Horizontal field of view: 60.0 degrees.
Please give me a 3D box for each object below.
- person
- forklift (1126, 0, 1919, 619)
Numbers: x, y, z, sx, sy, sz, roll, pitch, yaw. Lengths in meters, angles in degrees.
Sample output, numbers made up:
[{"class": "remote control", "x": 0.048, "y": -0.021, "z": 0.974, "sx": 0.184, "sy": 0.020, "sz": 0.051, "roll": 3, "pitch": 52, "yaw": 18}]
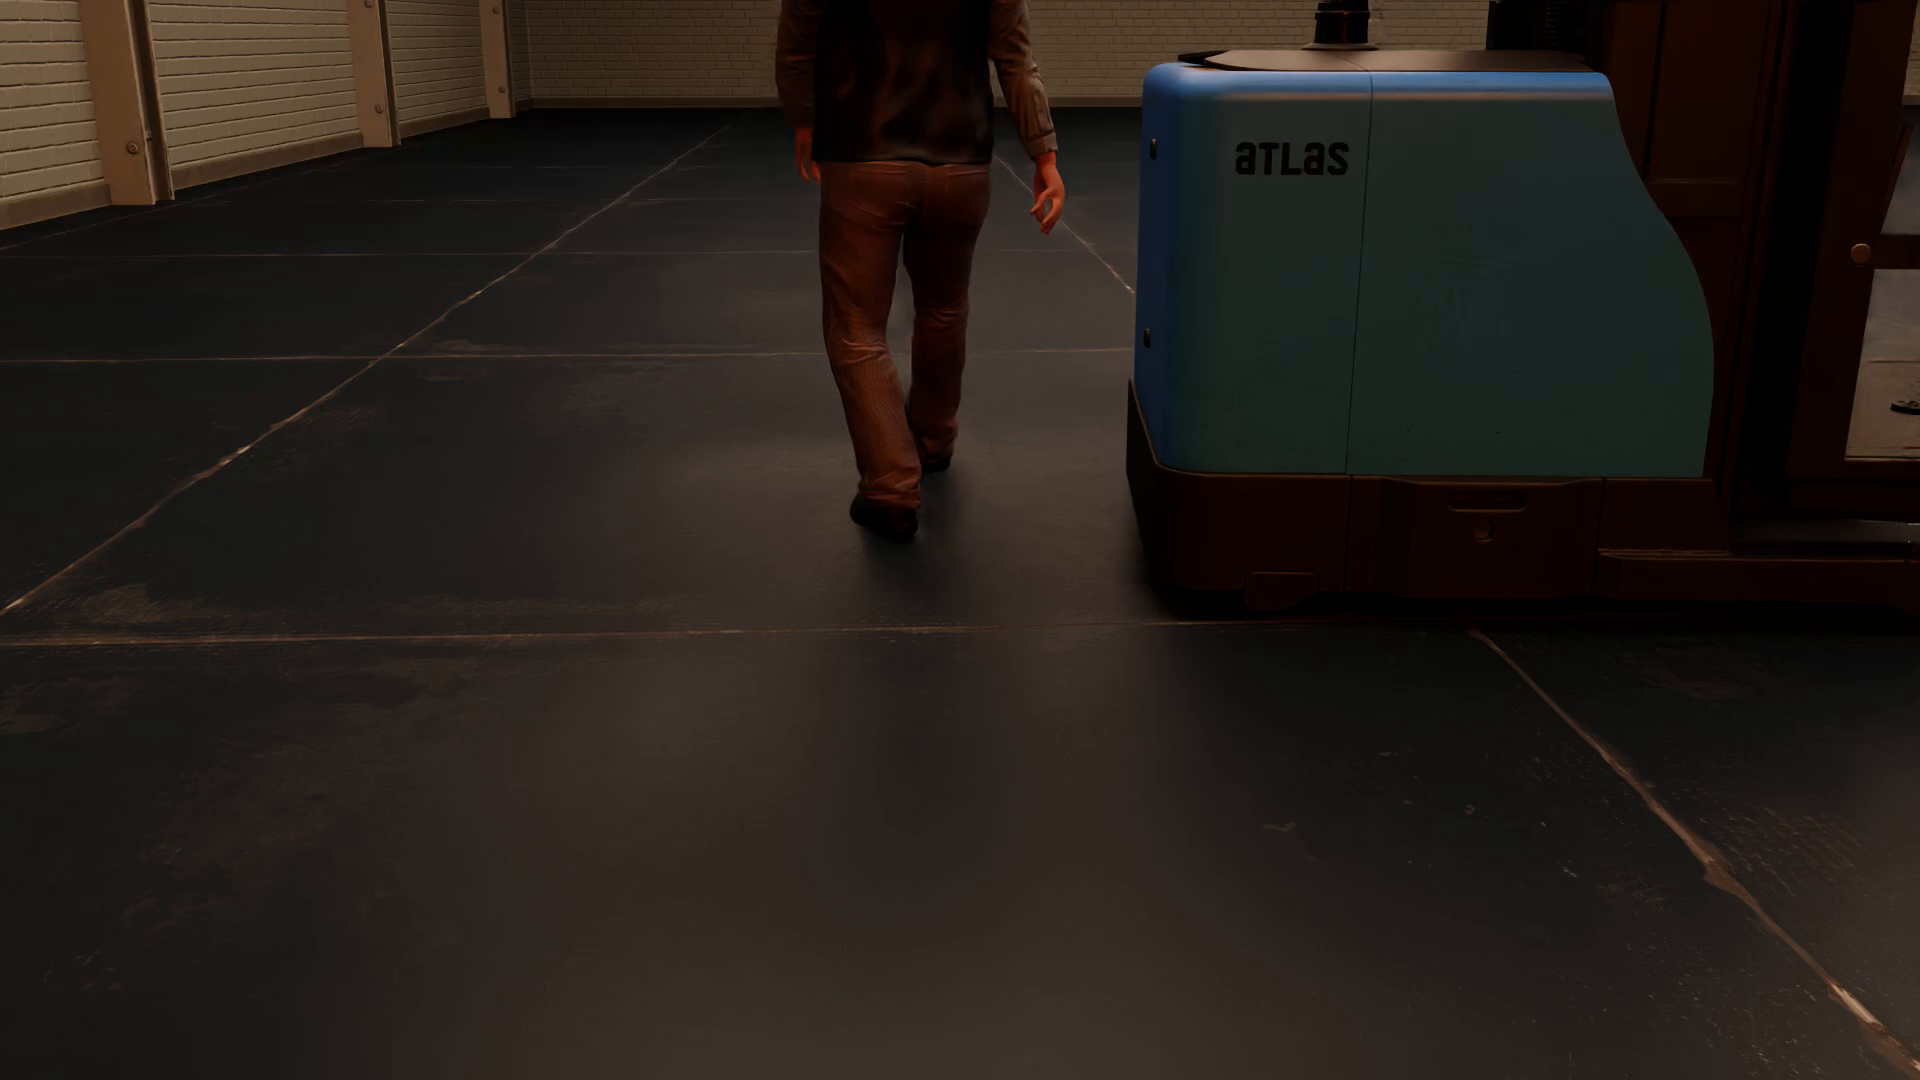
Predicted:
[{"class": "person", "x": -0.109, "y": -0.909, "z": 4.103, "sx": 0.668, "sy": 1.668, "sz": 0.871, "roll": -6, "pitch": 18, "yaw": -20}, {"class": "forklift", "x": 1.922, "y": -1.369, "z": 3.383, "sx": 3.031, "sy": 2.935, "sz": 1.130, "roll": 1, "pitch": 17, "yaw": 2}]
